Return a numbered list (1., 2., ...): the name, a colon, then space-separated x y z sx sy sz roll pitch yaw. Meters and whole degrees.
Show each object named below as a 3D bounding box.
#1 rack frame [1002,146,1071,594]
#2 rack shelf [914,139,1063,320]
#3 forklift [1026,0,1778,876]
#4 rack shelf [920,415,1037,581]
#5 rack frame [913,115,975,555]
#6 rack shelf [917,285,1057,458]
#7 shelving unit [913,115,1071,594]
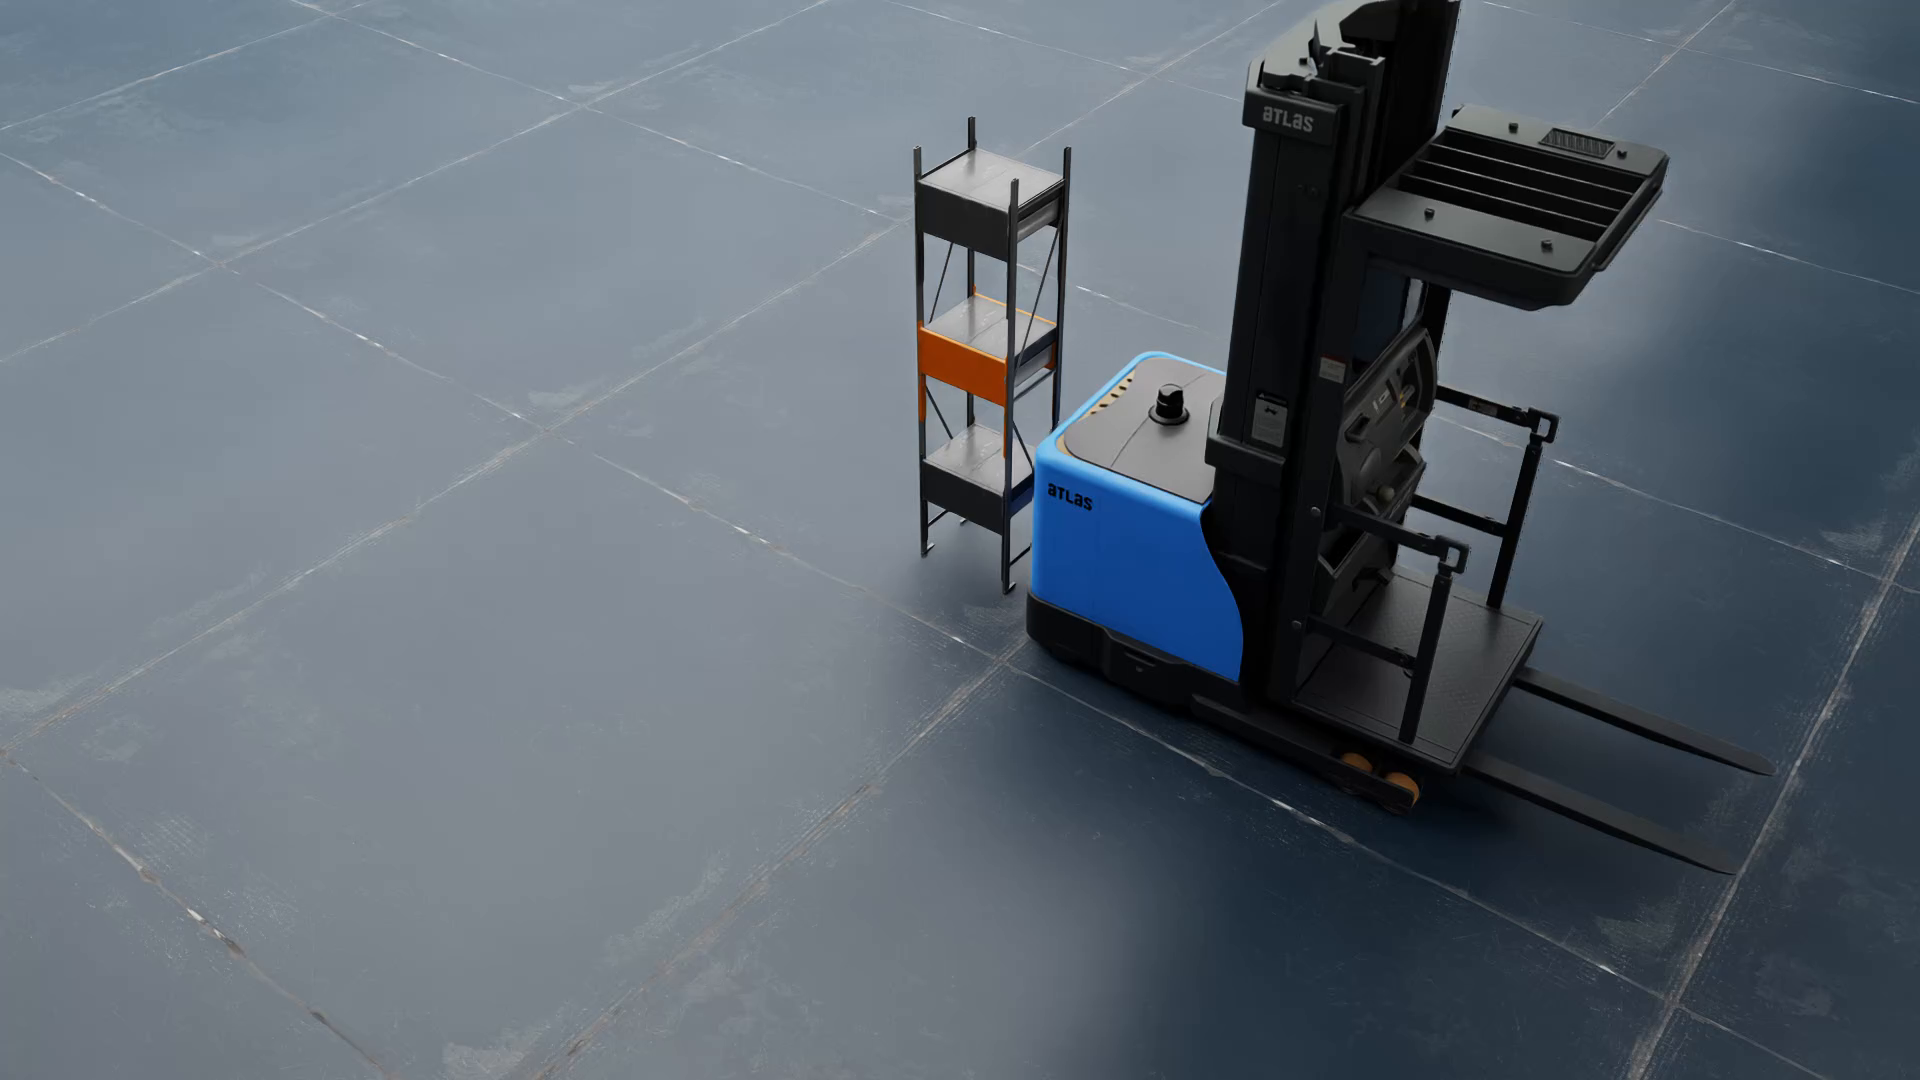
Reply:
1. rack frame: 0.325 -0.673 7.268 0.015 2.100 0.400 25 45 29
2. rack shelf: 0.131 -1.305 6.961 0.480 0.518 0.431 25 45 29
3. forklift: 1.805 -0.428 6.279 3.031 2.935 1.130 22 43 26
4. rack shelf: 0.131 -0.203 7.824 0.480 0.518 0.431 25 45 29
5. rack frame: -0.062 -0.856 7.501 0.015 2.100 0.400 25 45 29
6. rack shelf: 0.131 -0.754 7.393 0.480 0.518 0.431 25 45 29
7. shelving unit: 0.131 -0.765 7.384 0.503 2.100 0.431 25 45 29
